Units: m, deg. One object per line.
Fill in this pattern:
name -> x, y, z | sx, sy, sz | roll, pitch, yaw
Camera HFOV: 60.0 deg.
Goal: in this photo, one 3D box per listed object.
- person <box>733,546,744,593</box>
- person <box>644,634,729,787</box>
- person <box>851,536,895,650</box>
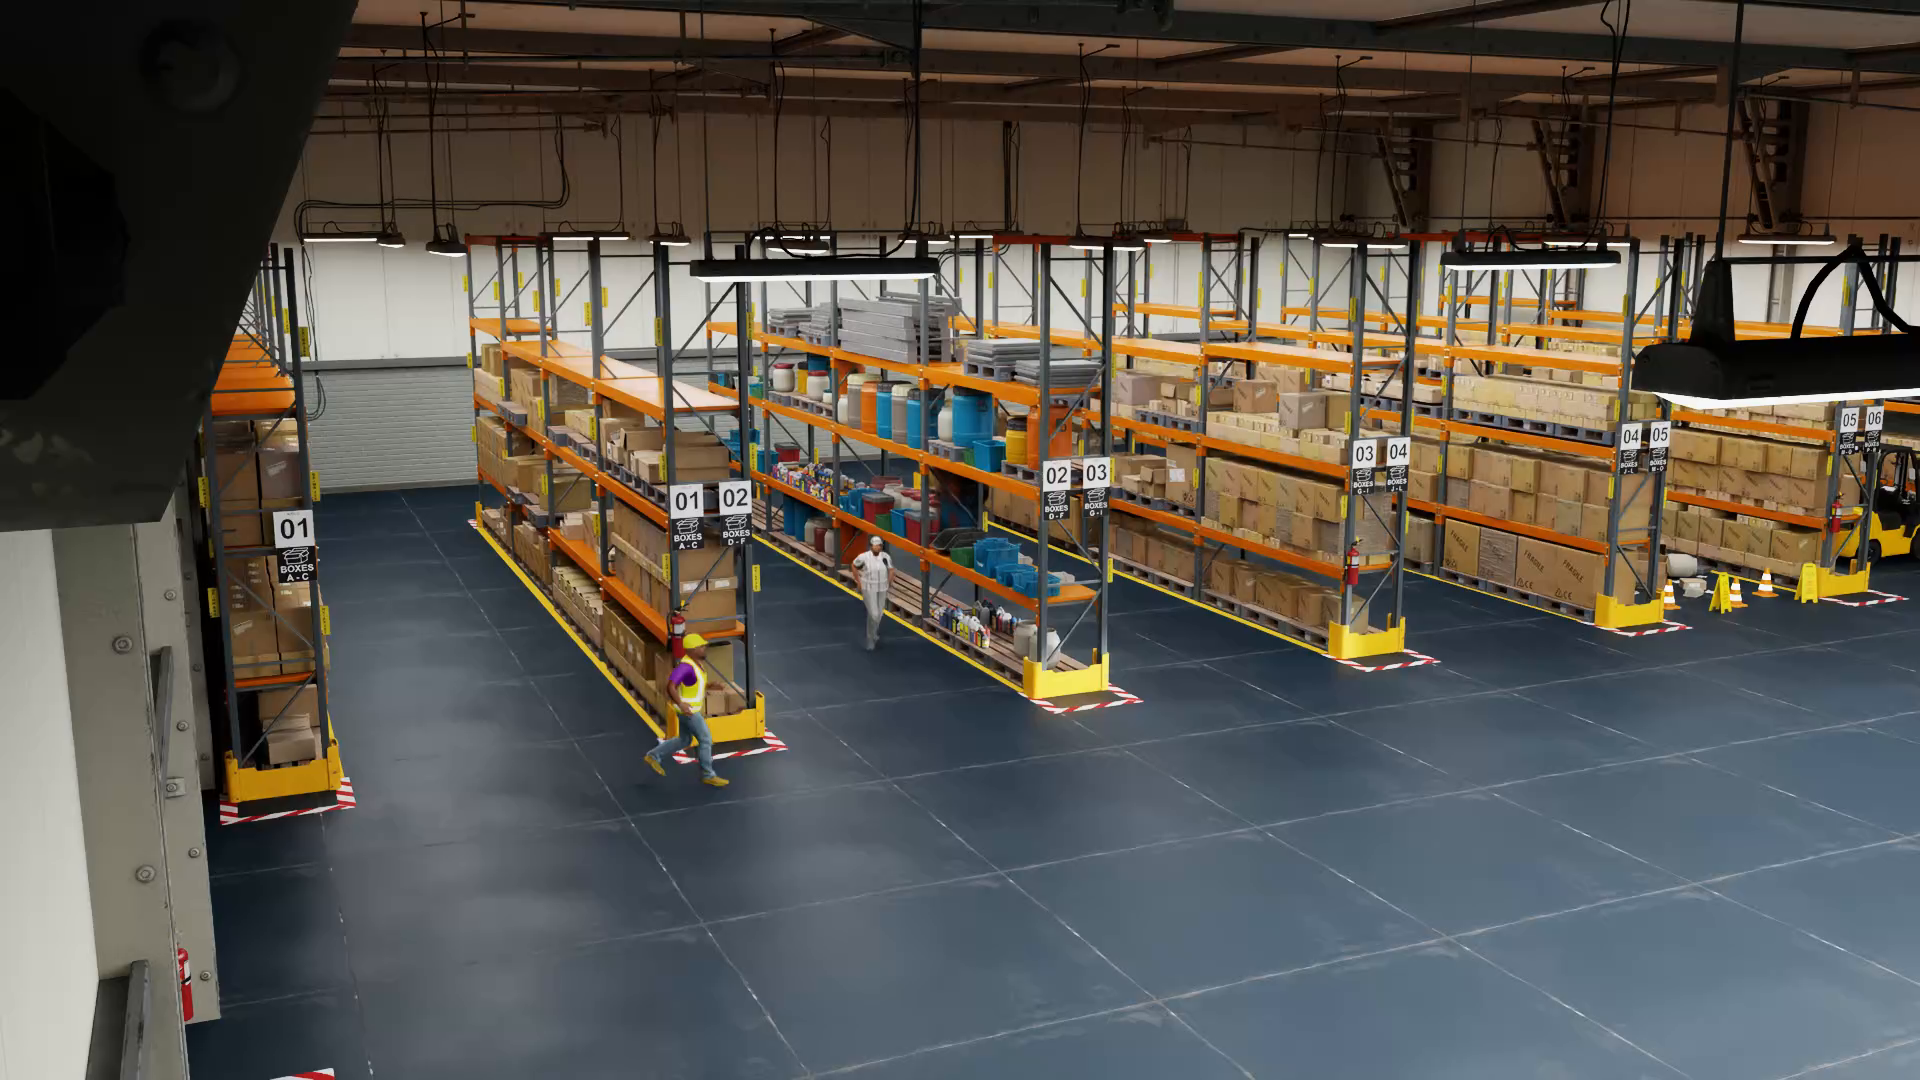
person -> -3.755, 0.126, 28.088 | 0.538, 1.706, 0.863 | -5, 12, -25
person -> -3.098, 1.914, 18.680 | 0.963, 1.760, 0.678 | -1, 11, -4
person -> -1.265, 0.784, 24.837 | 0.606, 1.715, 0.725 | -5, 12, -24
